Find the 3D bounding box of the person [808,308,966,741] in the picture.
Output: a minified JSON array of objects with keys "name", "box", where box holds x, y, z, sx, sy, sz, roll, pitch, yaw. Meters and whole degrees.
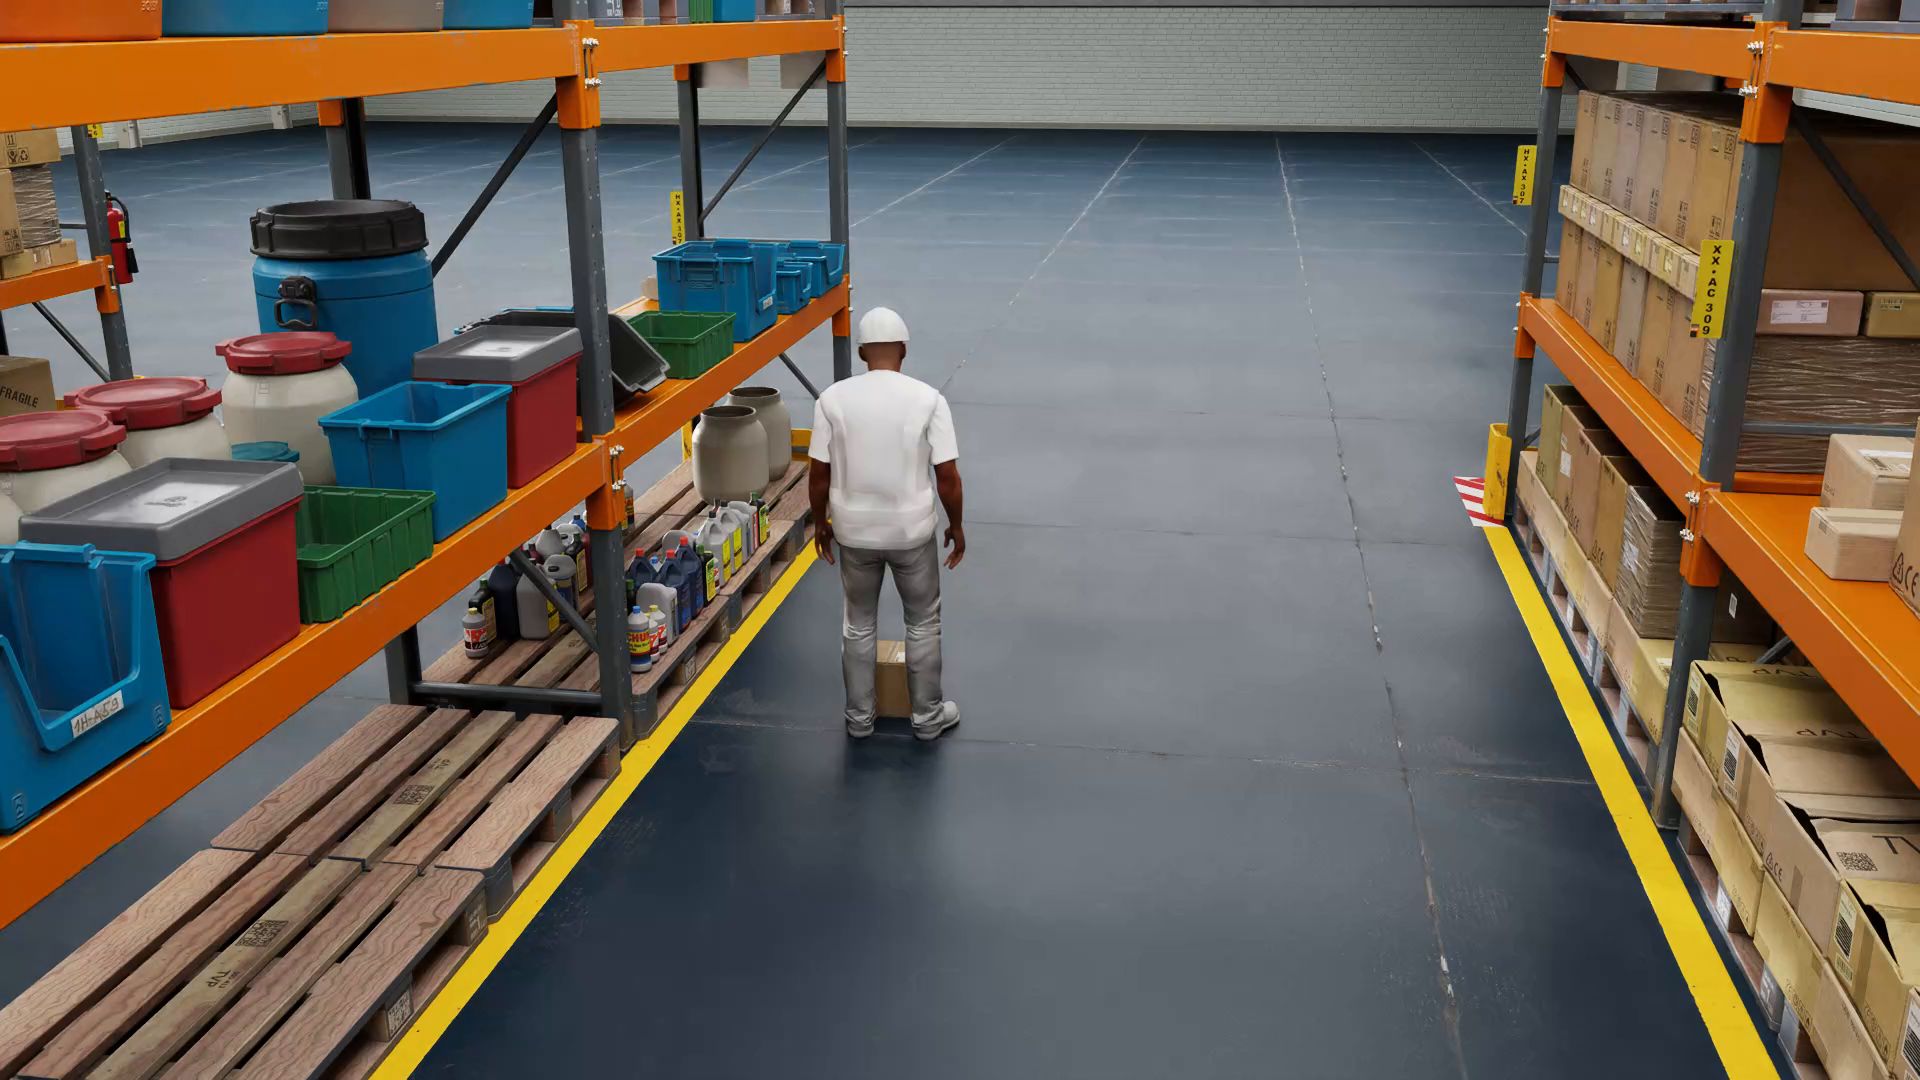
[{"name":"person","box":[-0.289,-0.051,6.683,0.625,1.760,0.459,2,18,8]}]
